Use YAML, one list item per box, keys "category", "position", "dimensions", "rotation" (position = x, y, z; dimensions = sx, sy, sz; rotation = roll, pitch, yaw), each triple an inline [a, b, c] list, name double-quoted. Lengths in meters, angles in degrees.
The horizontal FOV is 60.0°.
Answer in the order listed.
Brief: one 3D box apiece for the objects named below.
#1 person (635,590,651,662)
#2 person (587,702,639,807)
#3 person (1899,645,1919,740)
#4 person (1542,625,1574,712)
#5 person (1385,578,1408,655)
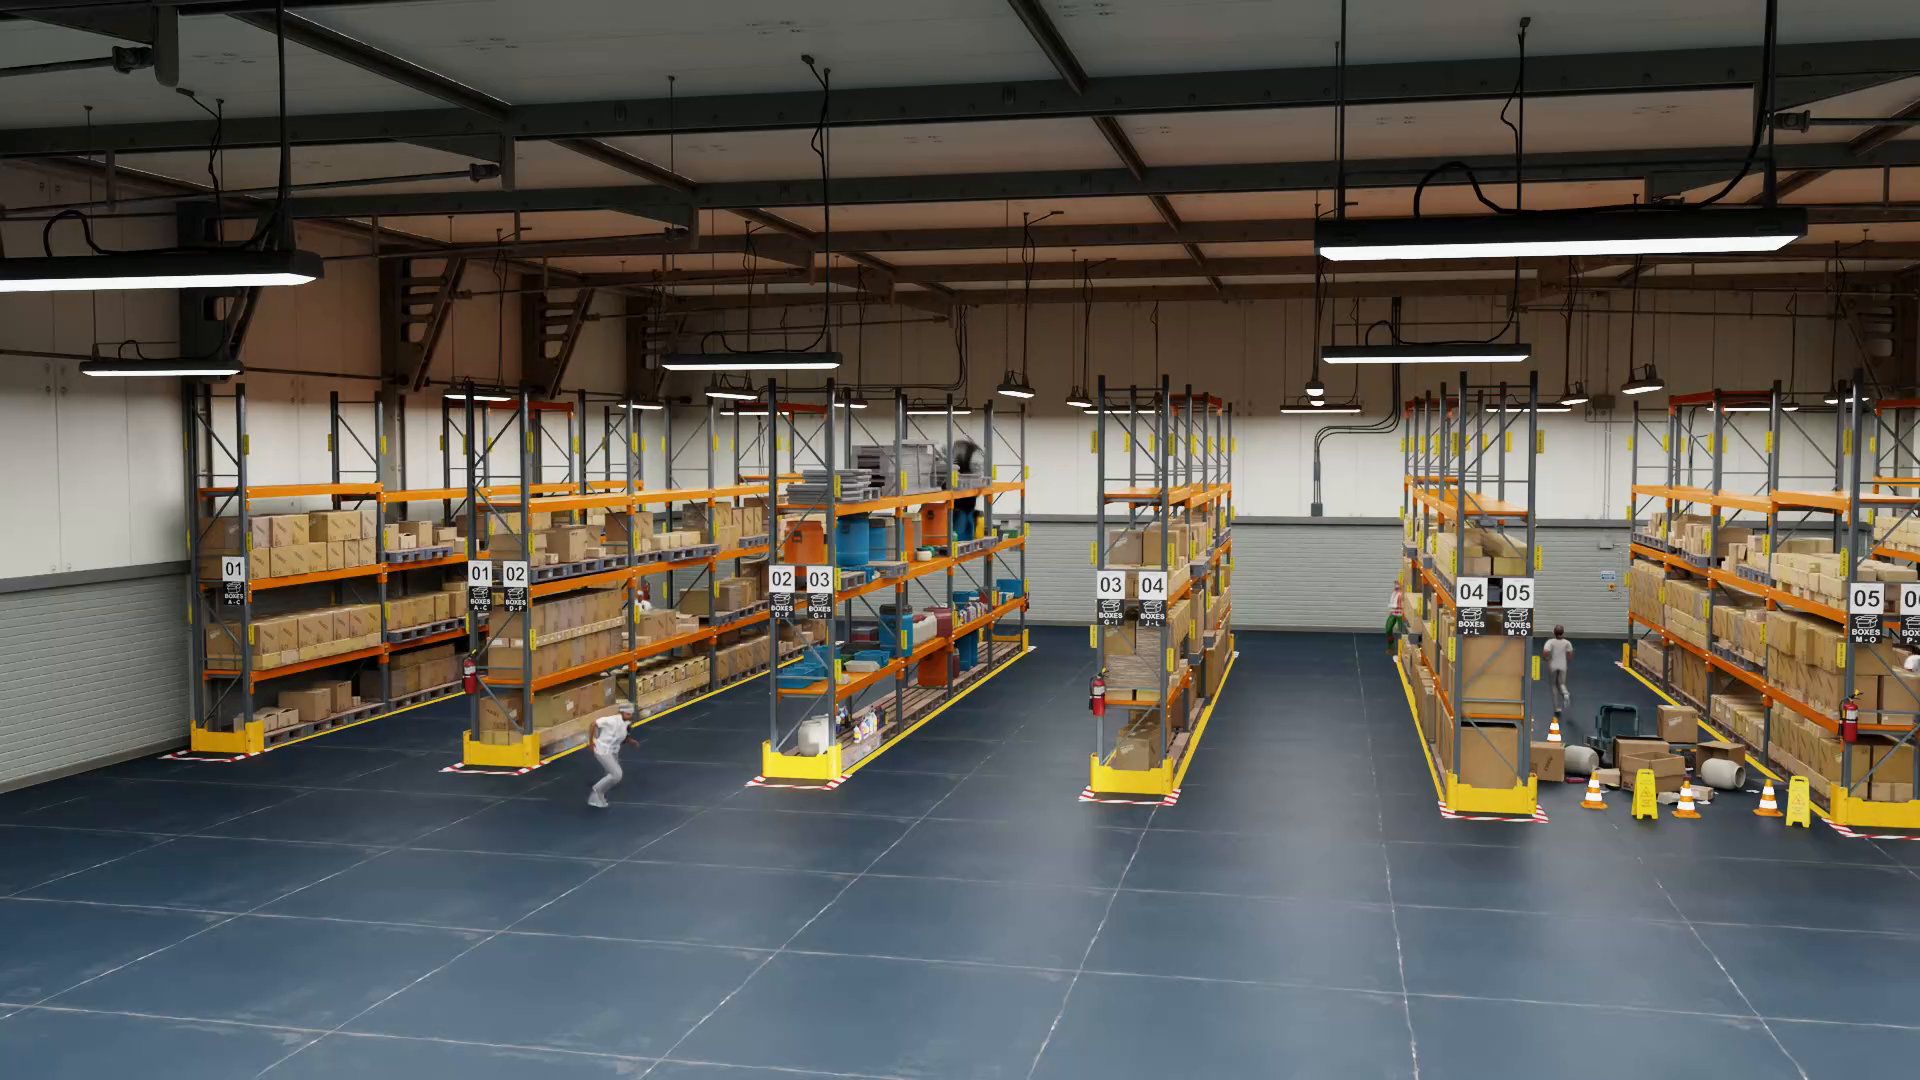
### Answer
- category: "person"
  position: [-7.389, 1.995, 38.493]
  dimensions: [0.527, 1.683, 0.796]
  rotation: [0, 3, 3]
- category: "person"
  position: [-4.792, 2.954, 22.780]
  dimensions: [0.856, 1.490, 0.603]
  rotation: [2, 4, 26]
- category: "person"
  position: [16.123, 2.522, 27.961]
  dimensions: [0.700, 1.748, 0.931]
  rotation: [0, 3, 5]
- category: "person"
  position: [11.162, 2.421, 31.038]
  dimensions: [0.565, 1.645, 0.623]
  rotation: [1, 3, 13]
- category: "person"
  position: [10.495, 1.840, 39.783]
  dimensions: [0.784, 1.848, 0.635]
  rotation: [-2, 4, -31]
